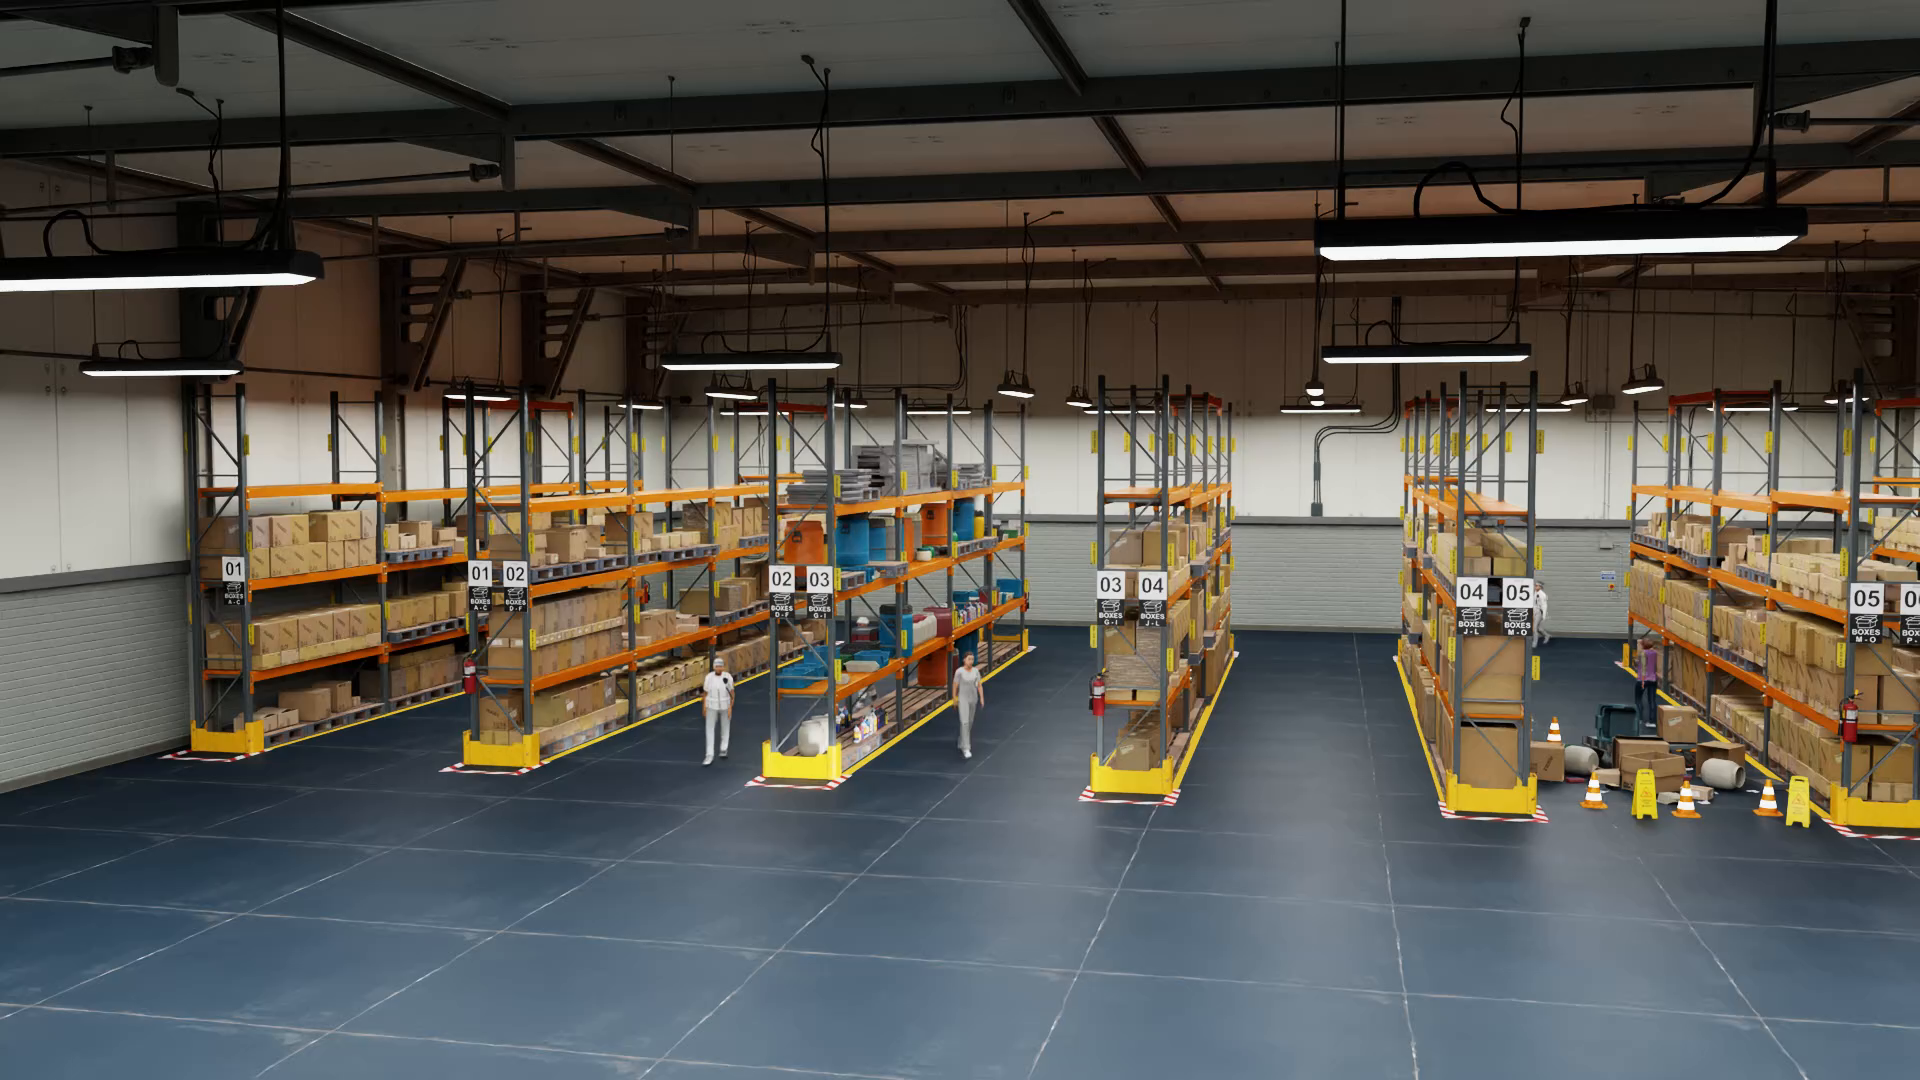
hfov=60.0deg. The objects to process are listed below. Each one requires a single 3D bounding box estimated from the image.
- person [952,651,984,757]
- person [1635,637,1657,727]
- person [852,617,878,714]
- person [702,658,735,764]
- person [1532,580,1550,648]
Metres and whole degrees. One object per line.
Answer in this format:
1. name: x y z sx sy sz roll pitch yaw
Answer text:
1. person: 0.137 2.623 26.868 0.507 1.644 0.807 -2 4 -31
2. person: 12.216 2.535 29.506 0.410 1.616 0.631 0 3 -4
3. person: -1.829 2.320 31.128 0.844 1.757 0.610 -2 4 -34
4. person: -3.832 2.667 26.300 0.534 1.613 0.943 -1 3 -13
5. person: 14.306 1.809 41.026 0.785 1.654 0.483 -1 3 -19
